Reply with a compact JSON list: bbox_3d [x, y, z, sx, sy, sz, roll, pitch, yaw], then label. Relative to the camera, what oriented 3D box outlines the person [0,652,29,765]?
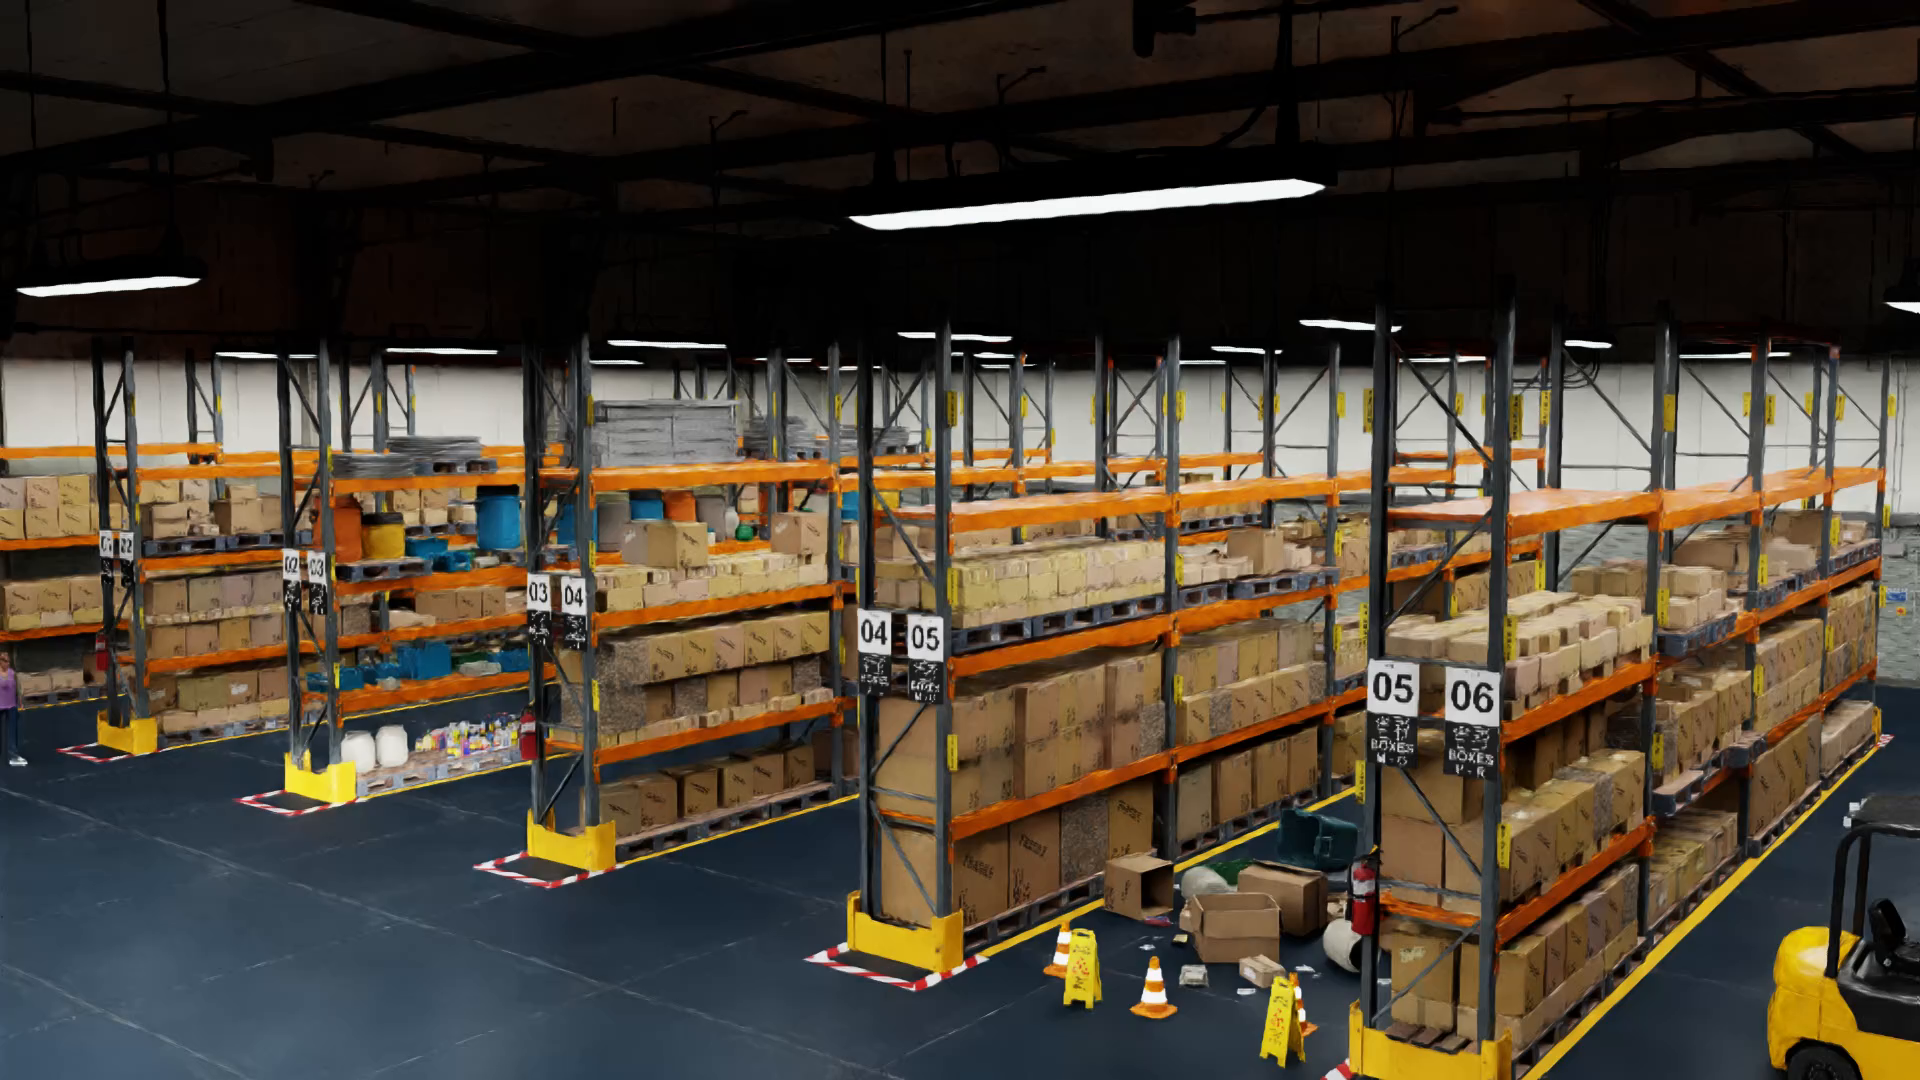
[{"bbox_3d":[-13.375,2.350,23.227,0.529,1.594,0.470,-4,7,-41],"label":"person"}]
